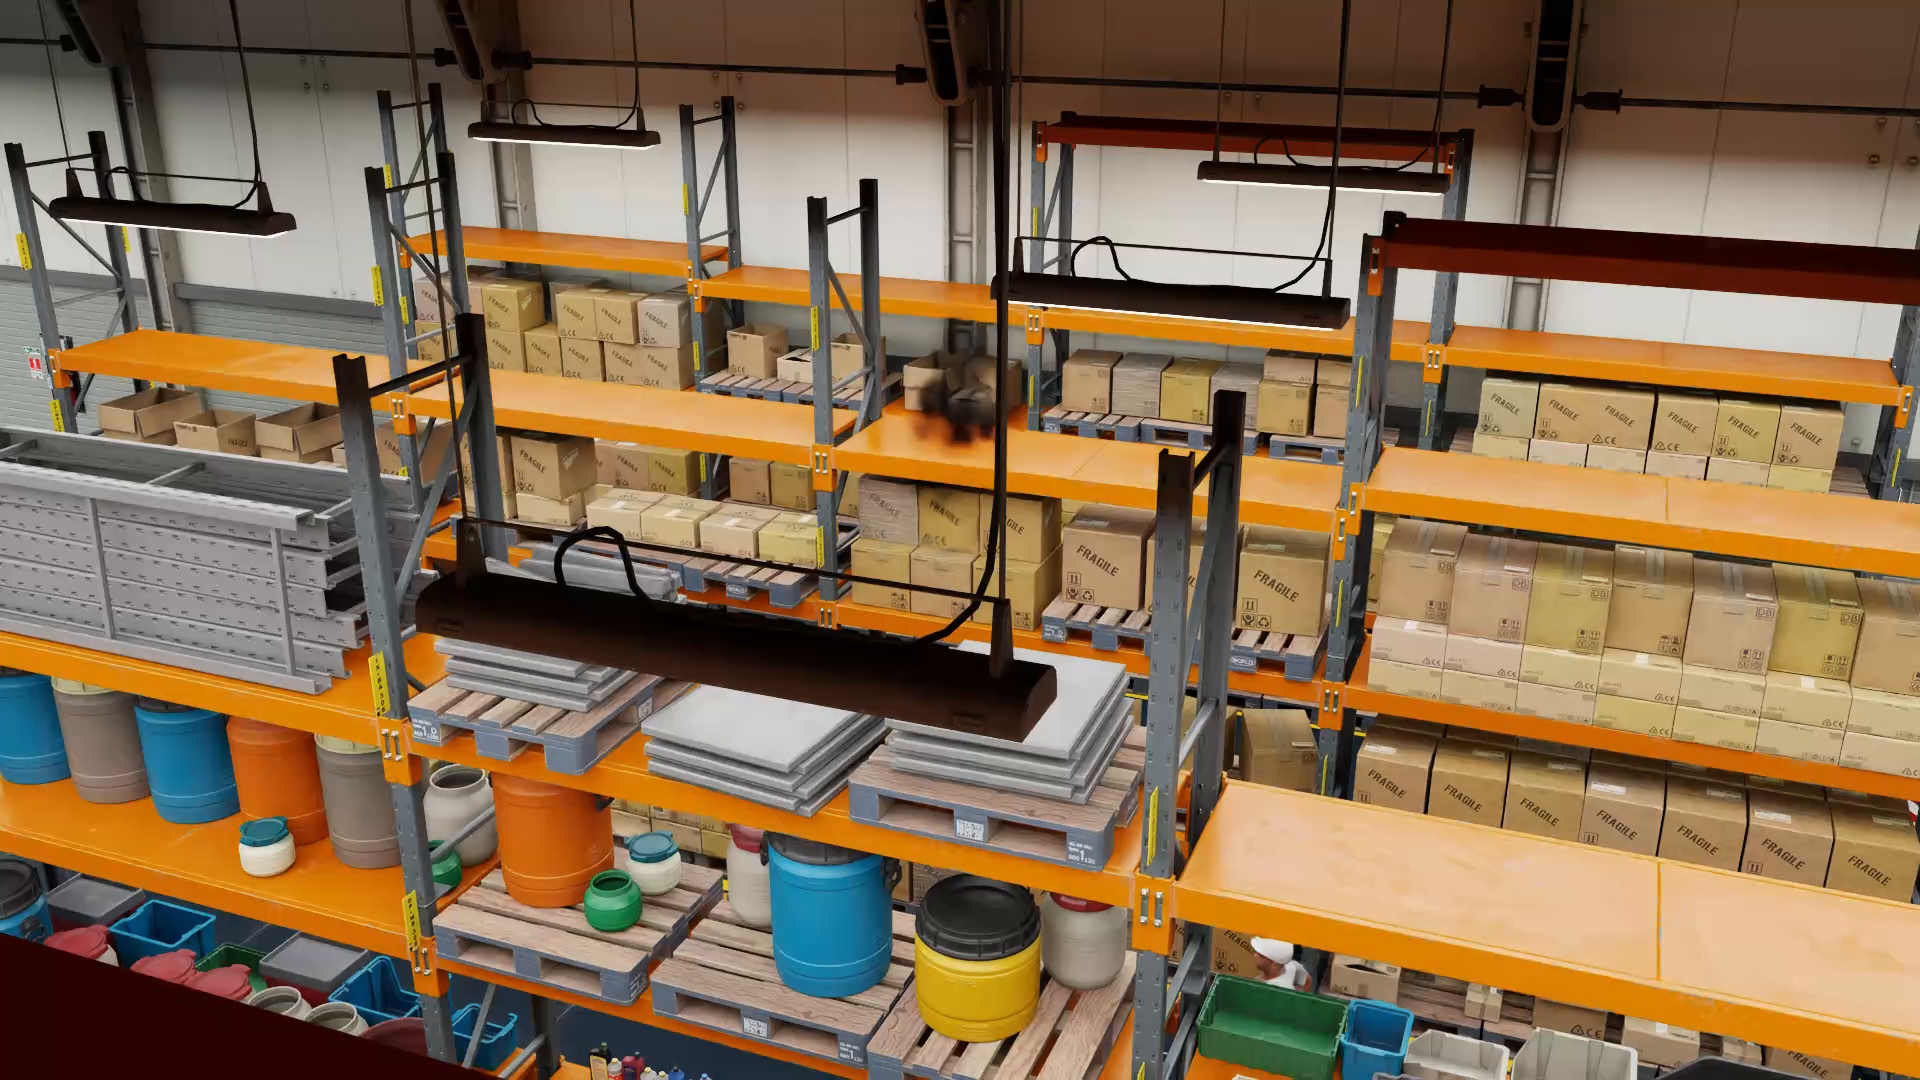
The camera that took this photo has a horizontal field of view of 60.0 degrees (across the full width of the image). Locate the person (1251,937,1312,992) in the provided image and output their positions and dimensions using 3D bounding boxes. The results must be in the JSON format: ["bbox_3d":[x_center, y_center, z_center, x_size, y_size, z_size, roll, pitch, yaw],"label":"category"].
[{"bbox_3d":[2.008,3.340,10.966,0.854,1.759,0.647,3,21,7],"label":"person"}]
